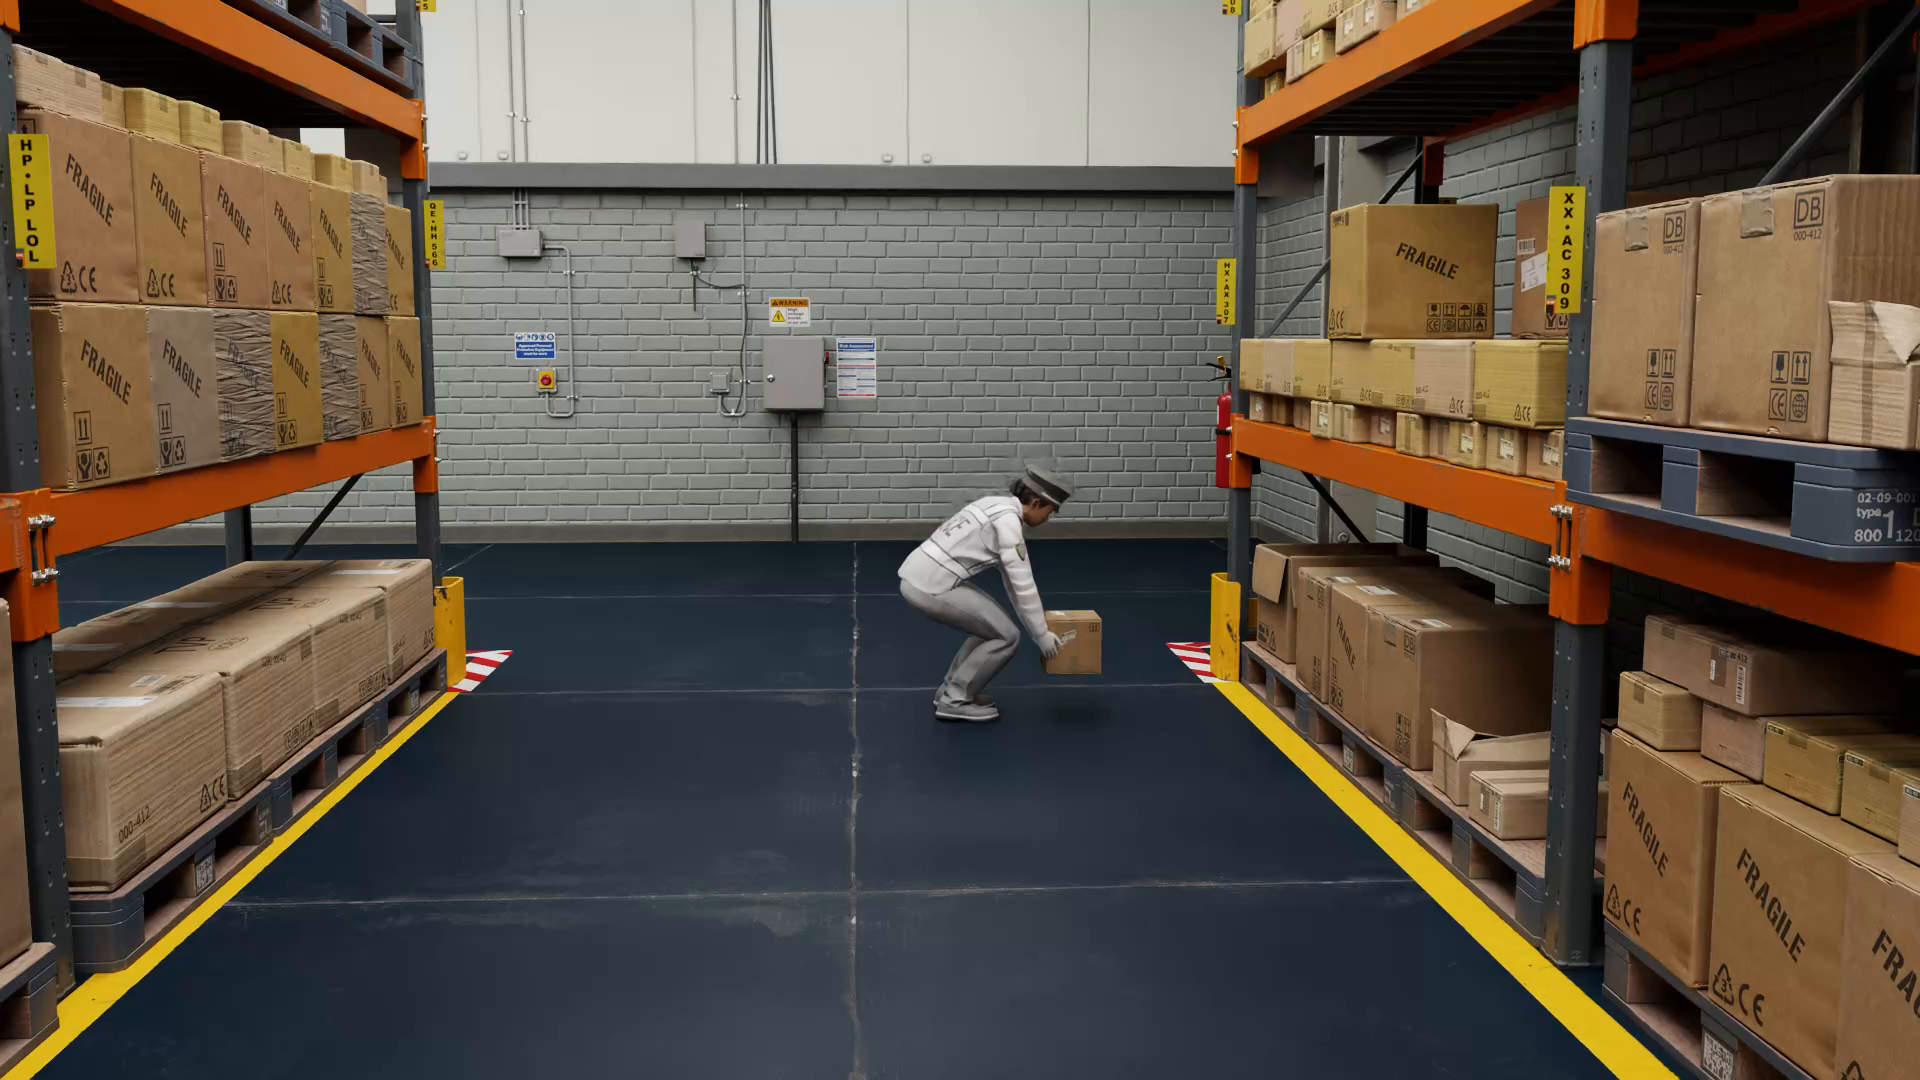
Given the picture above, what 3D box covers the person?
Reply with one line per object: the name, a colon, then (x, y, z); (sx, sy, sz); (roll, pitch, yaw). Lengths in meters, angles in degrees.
person: (0.118, 0.230, 7.577); (0.802, 1.135, 0.516); (0, 7, -4)
